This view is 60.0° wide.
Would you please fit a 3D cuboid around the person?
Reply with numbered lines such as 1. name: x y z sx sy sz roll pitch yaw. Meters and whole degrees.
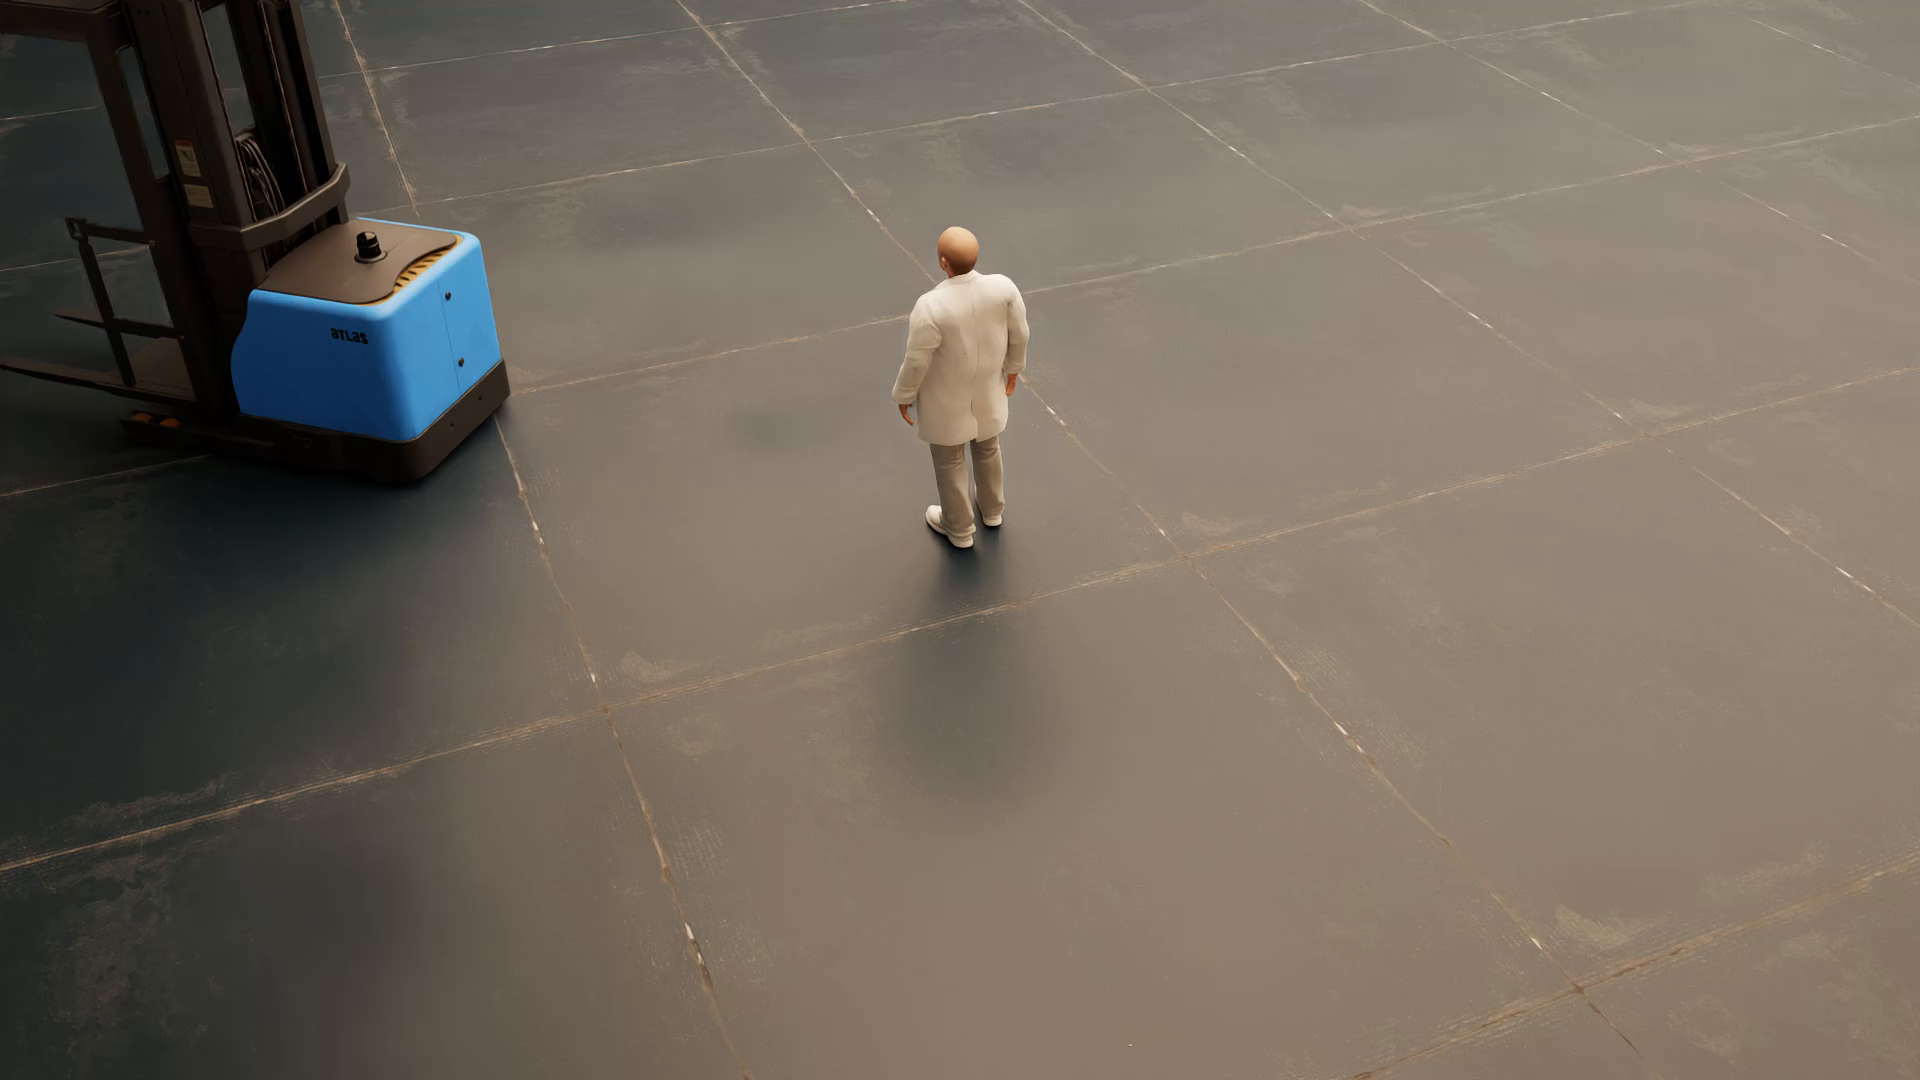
1. person: -0.031 -0.779 8.178 0.694 1.775 0.581 -14 38 -19

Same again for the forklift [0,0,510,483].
1. forklift: -4.199 -1.992 8.900 3.031 2.935 1.130 10 37 14
